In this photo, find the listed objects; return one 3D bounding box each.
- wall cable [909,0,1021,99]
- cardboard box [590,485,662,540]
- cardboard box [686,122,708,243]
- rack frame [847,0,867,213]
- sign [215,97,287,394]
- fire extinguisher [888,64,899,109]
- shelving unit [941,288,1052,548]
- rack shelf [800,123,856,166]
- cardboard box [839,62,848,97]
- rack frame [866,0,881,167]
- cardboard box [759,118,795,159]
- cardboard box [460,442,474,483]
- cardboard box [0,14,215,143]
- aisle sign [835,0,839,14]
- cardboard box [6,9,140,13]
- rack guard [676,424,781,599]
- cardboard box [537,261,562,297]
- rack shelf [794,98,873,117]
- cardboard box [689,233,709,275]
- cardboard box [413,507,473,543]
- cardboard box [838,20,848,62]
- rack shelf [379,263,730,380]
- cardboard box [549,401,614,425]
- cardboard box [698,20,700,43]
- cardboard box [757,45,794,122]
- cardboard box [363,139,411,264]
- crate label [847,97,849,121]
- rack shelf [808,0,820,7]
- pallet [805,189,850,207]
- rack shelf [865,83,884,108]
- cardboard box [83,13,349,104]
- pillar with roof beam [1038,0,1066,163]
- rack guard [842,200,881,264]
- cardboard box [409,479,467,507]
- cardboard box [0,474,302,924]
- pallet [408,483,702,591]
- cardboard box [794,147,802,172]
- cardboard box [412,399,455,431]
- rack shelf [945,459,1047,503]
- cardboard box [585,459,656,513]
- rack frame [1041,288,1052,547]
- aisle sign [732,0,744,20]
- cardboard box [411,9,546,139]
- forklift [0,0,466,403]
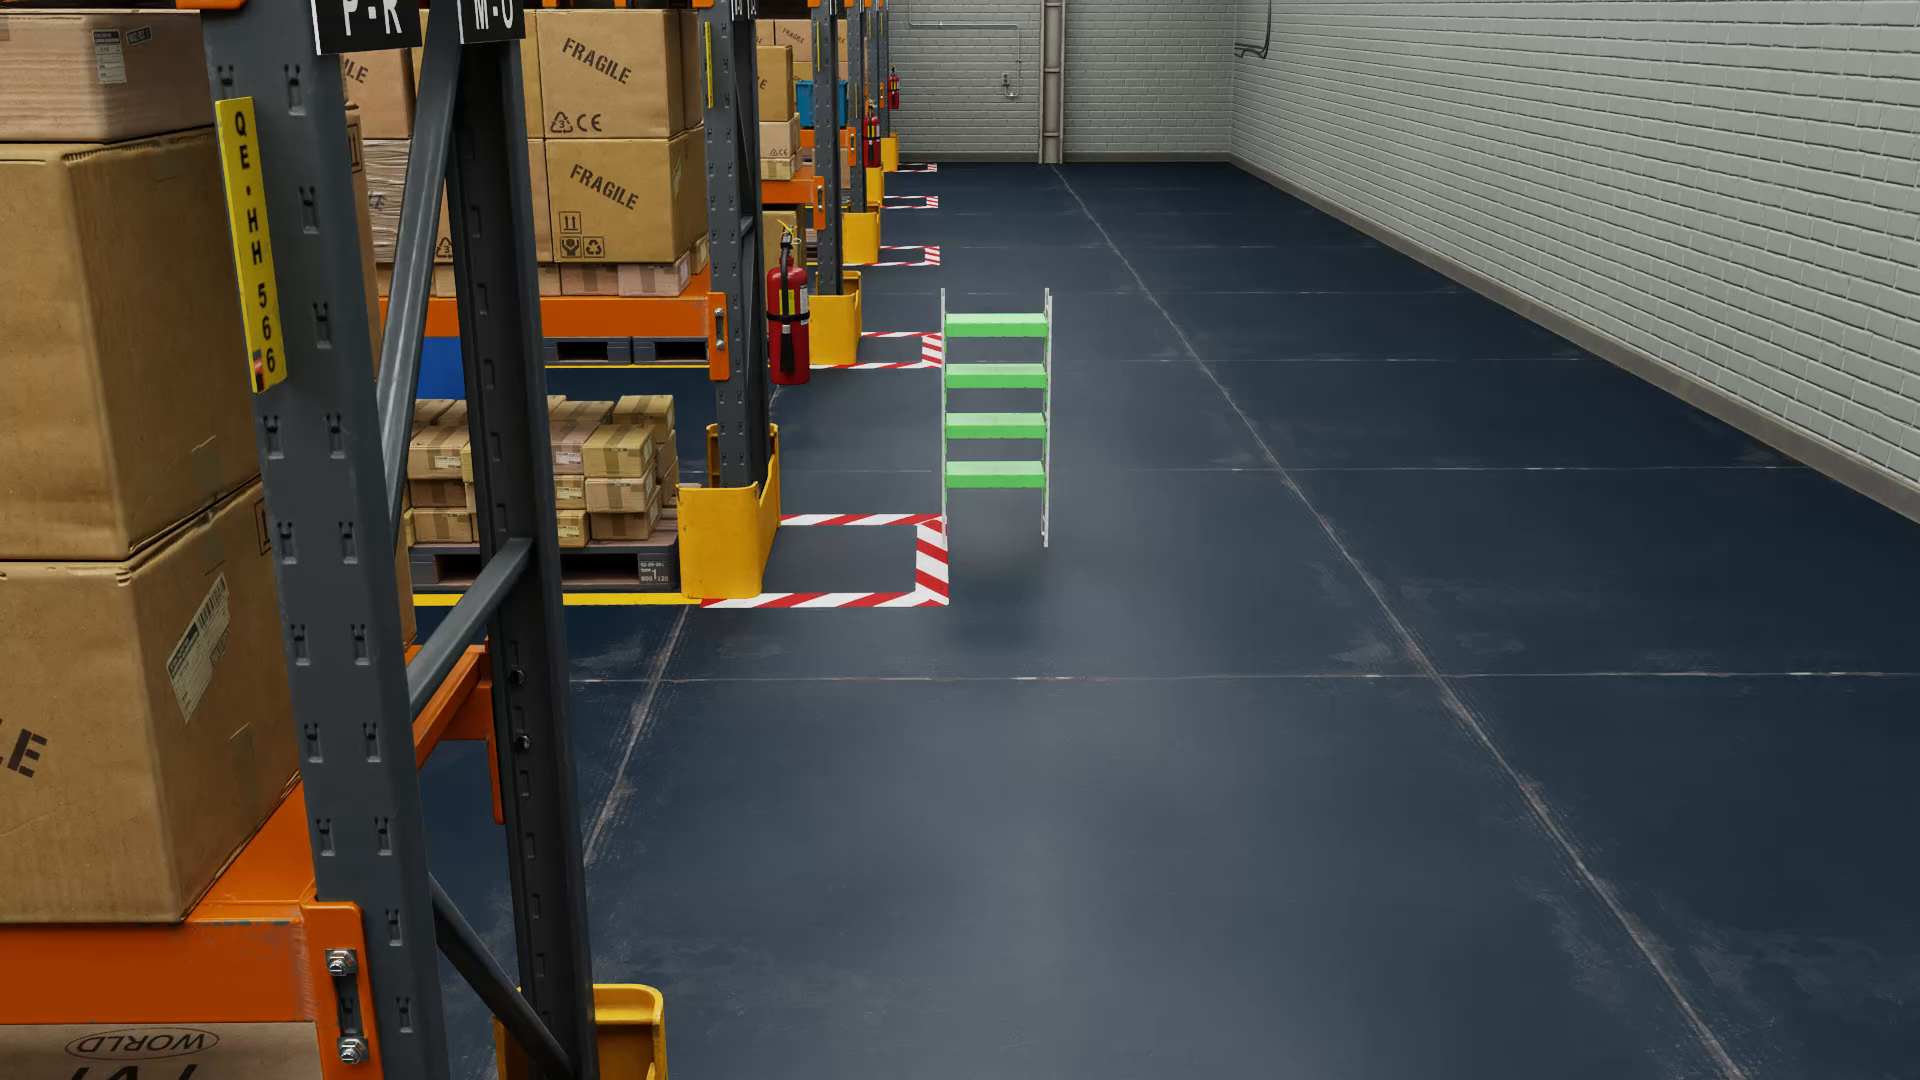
[{"bbox_3d":[0.072,-8.182,26.981,1.851,1.984,0.084,0,18,-1],"label":"wall cable"},{"bbox_3d":[-1.505,-0.126,7.509,0.250,0.149,0.380,0,18,0],"label":"cardboard box"},{"bbox_3d":[-1.435,-1.621,7.540,0.500,0.500,0.500,1,18,2],"label":"cardboard box"},{"bbox_3d":[-1.037,-4.378,16.784,0.127,3.000,1.000,0,18,-1],"label":"rack frame"},{"bbox_3d":[-0.808,-0.337,1.903,0.005,0.325,0.100,0,18,-1],"label":"sign"},{"bbox_3d":[-1.035,-7.049,25.848,0.183,0.674,0.296,0,18,-1],"label":"fire extinguisher"},{"bbox_3d":[0.166,-0.572,7.867,0.503,1.200,0.258,0,18,-1],"label":"shelving unit"},{"bbox_3d":[-3.037,-4.026,16.864,4.000,0.370,1.077,0,18,-1],"label":"rack shelf"},{"bbox_3d":[-1.555,-5.853,21.219,0.500,0.500,0.500,0,18,1],"label":"cardboard box"},{"bbox_3d":[-1.112,-5.891,21.500,0.127,3.000,1.000,0,18,-1],"label":"rack frame"},{"bbox_3d":[-1.439,-2.852,11.786,0.500,0.250,0.500,-1,18,-2],"label":"cardboard box"},{"bbox_3d":[-2.016,-0.372,7.301,0.250,0.149,0.380,-1,18,-2],"label":"cardboard box"},{"bbox_3d":[-1.158,-0.608,2.170,0.250,0.149,0.380,0,18,0],"label":"cardboard box"},{"bbox_3d":[-0.892,-4.195,11.958,0.004,0.787,0.394,0,18,-1],"label":"aisle sign"},{"bbox_3d":[-3.504,-1.924,6.846,0.500,0.500,0.500,0,18,0],"label":"cardboard box"},{"bbox_3d":[-1.058,-0.159,7.725,0.348,0.500,1.175,0,18,-1],"label":"rack guard"},{"bbox_3d":[-1.803,-1.147,7.122,0.250,0.149,0.380,0,18,-1],"label":"cardboard box"},{"bbox_3d":[-3.111,-5.538,21.580,4.000,0.370,1.077,0,18,-1],"label":"rack shelf"},{"bbox_3d":[-1.311,-1.329,7.690,0.250,0.149,0.380,0,18,-1],"label":"cardboard box"},{"bbox_3d":[-2.273,-0.114,7.471,0.250,0.149,0.380,0,18,0],"label":"cardboard box"},{"bbox_3d":[-1.552,-6.328,21.063,0.500,0.500,0.500,0,18,-1],"label":"cardboard box"},{"bbox_3d":[-2.981,-0.997,7.424,4.000,0.370,1.077,0,18,-1],"label":"rack shelf"},{"bbox_3d":[-1.785,-0.539,7.822,0.250,0.149,0.380,0,18,0],"label":"cardboard box"},{"bbox_3d":[-3.089,-6.319,21.035,0.500,0.500,0.500,0,18,1],"label":"cardboard box"},{"bbox_3d":[-1.442,-3.210,11.673,0.500,0.500,0.500,0,18,0],"label":"cardboard box"},{"bbox_3d":[-2.449,-1.452,7.012,0.500,0.500,0.500,0,18,-1],"label":"cardboard box"},{"bbox_3d":[-1.289,-4.426,17.110,0.303,0.233,0.416,0,18,-1],"label":"crate label"},{"bbox_3d":[-2.959,-3.941,11.690,4.000,0.370,1.077,0,18,-1],"label":"rack shelf"},{"bbox_3d":[-1.985,-4.558,21.912,1.213,0.211,1.003,0,18,-1],"label":"pallet"},{"bbox_3d":[-3.193,-7.051,26.296,4.000,0.370,1.077,0,18,-1],"label":"rack shelf"},{"bbox_3d":[-1.162,-0.754,2.624,0.250,0.149,0.380,0,18,0],"label":"cardboard box"},{"bbox_3d":[1.560,-9.223,22.065,0.400,9.000,9.100,0,18,-1],"label":"pillar with roof beam"},{"bbox_3d":[-1.013,-3.192,17.178,0.348,0.500,1.175,0,18,-1],"label":"rack guard"},{"bbox_3d":[-2.295,-0.271,7.475,0.250,0.149,0.380,0,18,-2],"label":"cardboard box"},{"bbox_3d":[-1.281,0.197,2.358,0.500,0.500,0.500,0,18,-1],"label":"cardboard box"},{"bbox_3d":[-1.871,-0.028,7.790,1.213,0.211,1.003,0,18,-1],"label":"pallet"},{"bbox_3d":[-1.319,-2.844,12.415,0.250,0.149,0.380,0,18,0],"label":"cardboard box"},{"bbox_3d":[-2.563,-0.552,7.862,0.250,0.149,0.380,0,18,1],"label":"cardboard box"},{"bbox_3d":[0.166,-0.283,7.960,0.480,0.148,0.258,0,18,-1],"label":"rack shelf"},{"bbox_3d":[-1.505,-0.244,7.390,0.250,0.149,0.380,-1,18,-2],"label":"cardboard box"},{"bbox_3d":[0.410,-0.573,7.870,0.015,1.200,0.240,0,18,-1],"label":"rack frame"},{"bbox_3d":[-0.904,-2.496,6.663,0.004,0.787,0.394,0,18,-1],"label":"aisle sign"},{"bbox_3d":[-1.942,-1.934,6.879,0.500,0.500,0.500,-1,18,-3],"label":"cardboard box"},{"bbox_3d":[-3.927,-1.642,8.367,1.130,2.935,3.031,11,21,31],"label":"forklift"}]
